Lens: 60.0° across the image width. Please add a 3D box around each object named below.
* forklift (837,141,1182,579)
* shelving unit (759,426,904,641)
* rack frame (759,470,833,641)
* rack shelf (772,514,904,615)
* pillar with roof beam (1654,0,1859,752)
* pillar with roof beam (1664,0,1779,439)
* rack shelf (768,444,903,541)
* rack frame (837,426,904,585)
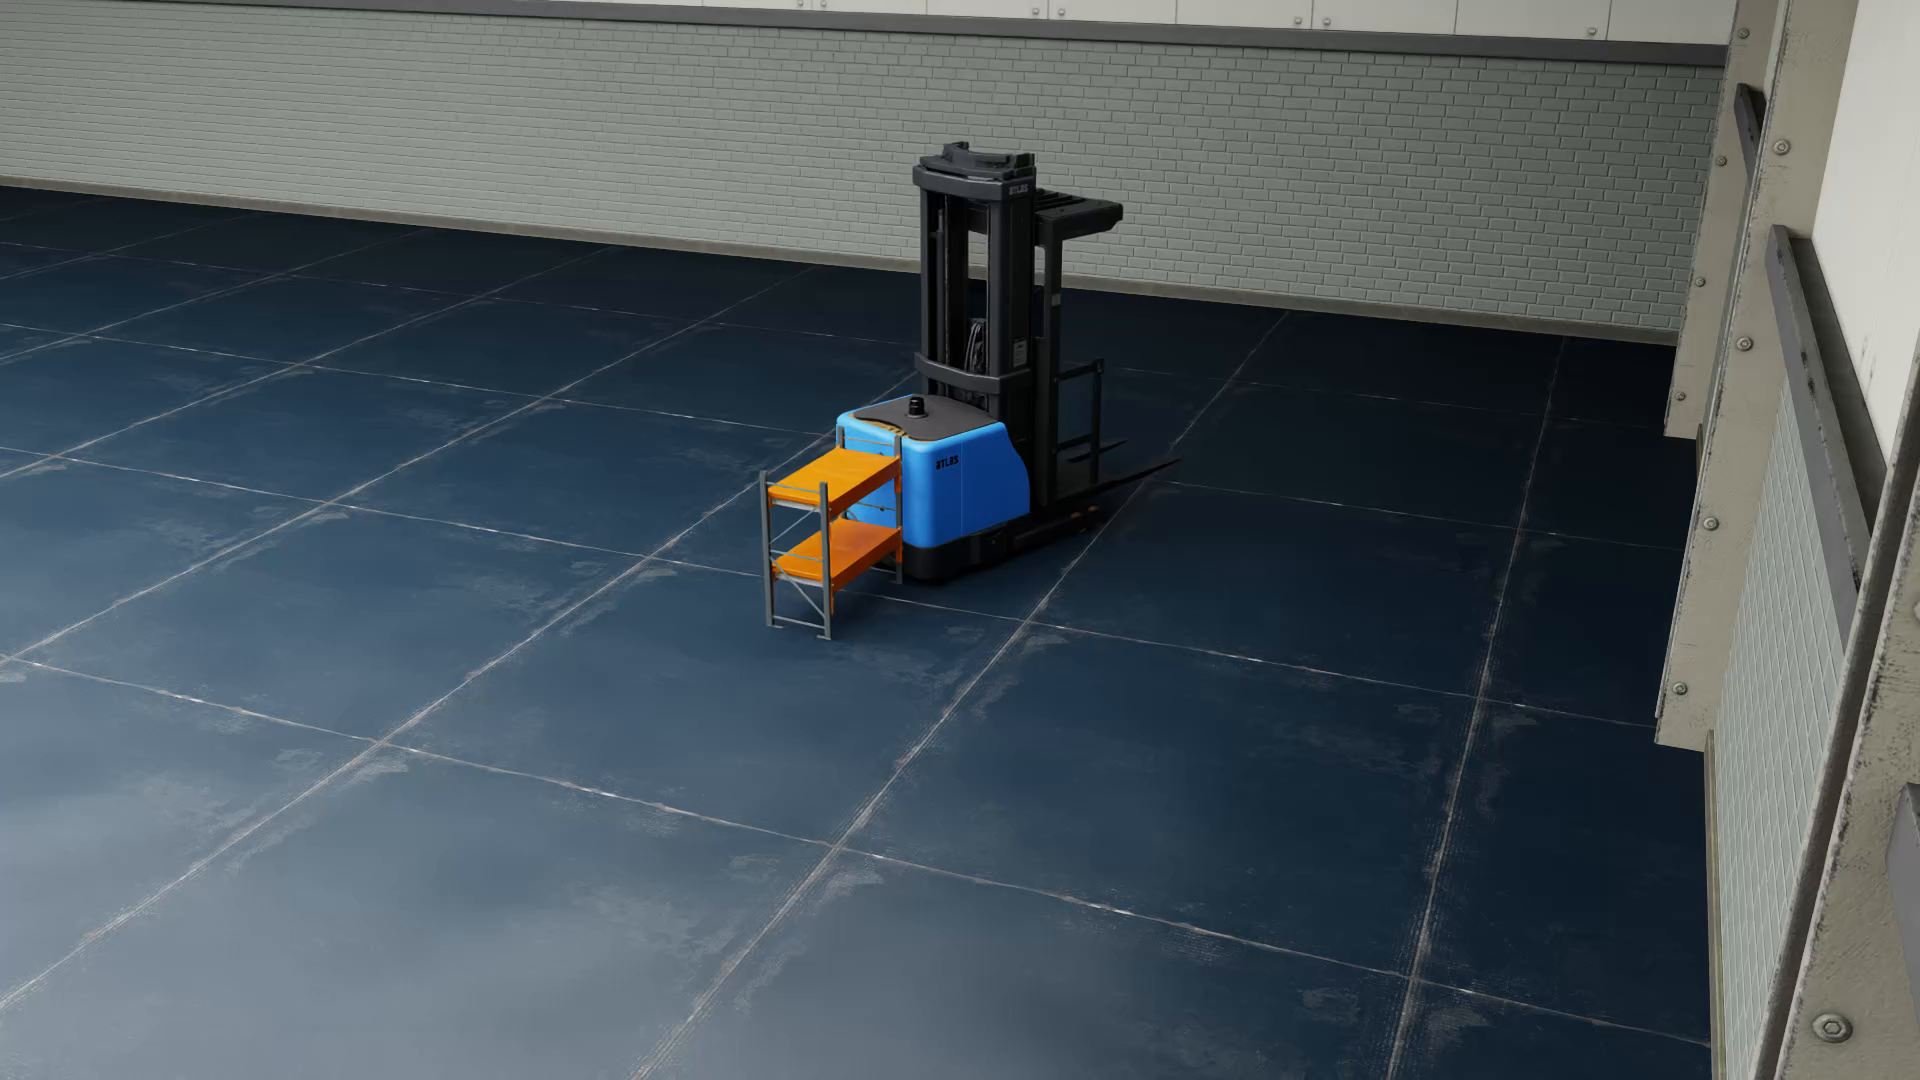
[{"bbox_3d":[0.507,-1.532,12.615,3.031,2.935,1.130,-20,30,-39],"label":"forklift"},{"bbox_3d":[-0.861,-0.068,11.454,0.538,1.125,1.048,11,25,24],"label":"shelving unit"},{"bbox_3d":[-1.085,0.108,11.033,0.500,1.125,0.032,11,25,24],"label":"rack frame"},{"bbox_3d":[-0.861,0.157,11.548,0.538,0.278,1.000,11,25,24],"label":"rack shelf"},{"bbox_3d":[0.340,-3.612,9.721,9.100,9.000,0.400,9,24,20],"label":"pillar with roof beam"},{"bbox_3d":[2.568,-5.759,14.862,9.100,9.000,0.400,9,24,20],"label":"pillar with roof beam"},{"bbox_3d":[-0.861,-0.338,11.341,0.538,0.278,1.000,11,25,24],"label":"rack shelf"},{"bbox_3d":[-0.637,-0.244,11.875,0.500,1.125,0.032,11,25,24],"label":"rack frame"}]
